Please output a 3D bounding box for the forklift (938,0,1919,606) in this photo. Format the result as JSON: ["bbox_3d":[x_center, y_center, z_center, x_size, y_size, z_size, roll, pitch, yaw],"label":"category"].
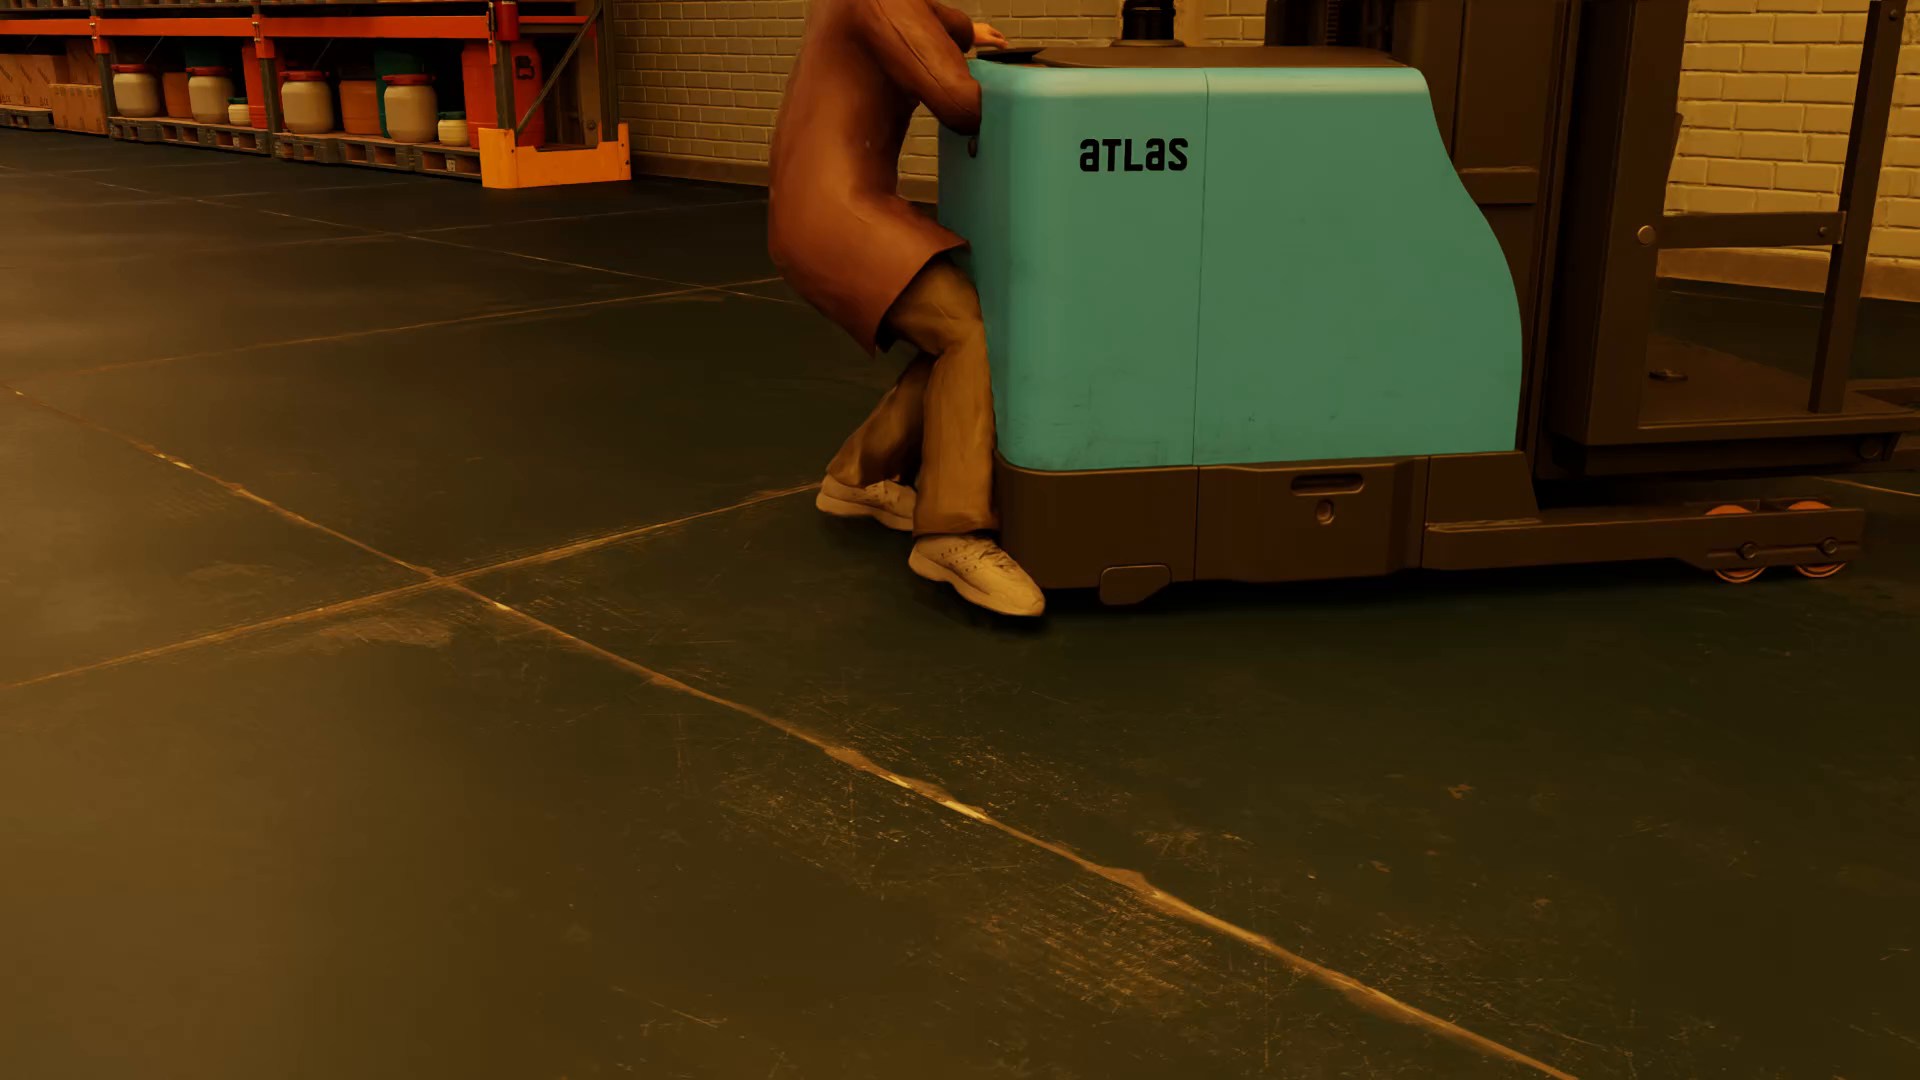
[{"bbox_3d":[1.501,-1.458,3.650,3.031,2.935,1.130,-3,17,-10],"label":"forklift"}]

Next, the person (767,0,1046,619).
[{"bbox_3d":[-0.035,-0.752,3.806,0.804,1.500,1.618,-4,17,-11],"label":"person"}]
